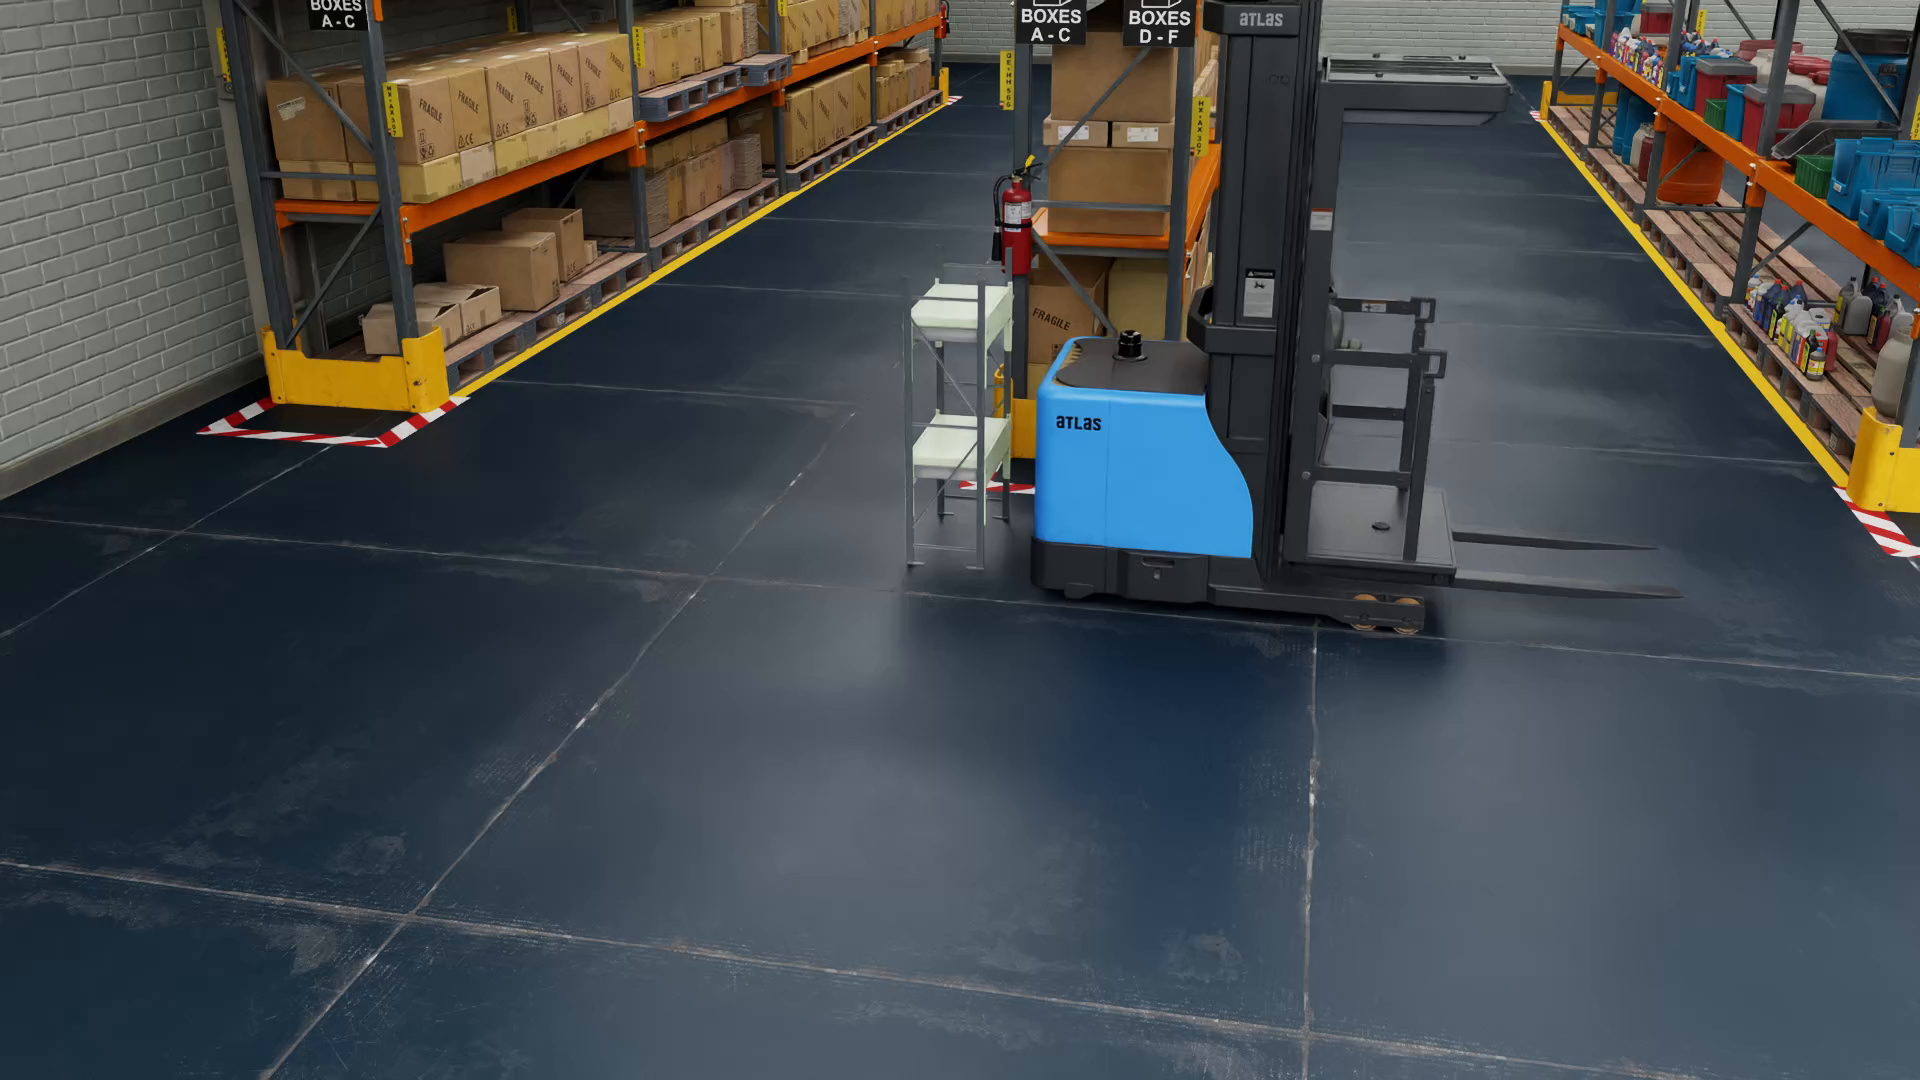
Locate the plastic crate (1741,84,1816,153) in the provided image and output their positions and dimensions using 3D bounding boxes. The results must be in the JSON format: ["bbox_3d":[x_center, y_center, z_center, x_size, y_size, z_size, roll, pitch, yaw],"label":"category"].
[{"bbox_3d":[6.270,-3.239,12.794,0.402,0.464,0.583,4,22,11],"label":"plastic crate"}]

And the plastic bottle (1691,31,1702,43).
[{"bbox_3d":[8.199,-5.483,18.518,0.144,0.351,0.185,4,22,11],"label":"plastic bottle"}]

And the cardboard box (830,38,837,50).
[{"bbox_3d":[-1.689,-5.976,19.986,0.380,0.149,0.250,4,22,9],"label":"cardboard box"}]

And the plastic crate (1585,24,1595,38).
[{"bbox_3d":[8.165,-6.500,21.249,0.293,0.136,0.466,4,22,11],"label":"plastic crate"}]

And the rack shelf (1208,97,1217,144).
[{"bbox_3d":[2.031,-3.785,15.200,1.077,0.370,4.000,4,22,11],"label":"rack shelf"}]

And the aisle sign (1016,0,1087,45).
[{"bbox_3d":[0.506,-3.129,9.127,0.394,0.787,0.004,4,22,11],"label":"aisle sign"}]

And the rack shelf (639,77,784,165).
[{"bbox_3d":[-2.819,-4.161,16.134,1.077,0.370,4.000,4,22,11],"label":"rack shelf"}]

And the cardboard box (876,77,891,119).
[{"bbox_3d":[-1.342,-5.990,22.496,0.700,0.500,0.500,5,22,12],"label":"cardboard box"}]

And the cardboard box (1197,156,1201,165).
[{"bbox_3d":[1.437,-3.078,12.346,0.700,0.500,0.500,4,22,10],"label":"cardboard box"}]

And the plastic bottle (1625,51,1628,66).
[{"bbox_3d":[7.397,-5.323,18.321,0.097,0.201,0.097,0,22,0],"label":"plastic bottle"}]

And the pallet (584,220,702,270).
[{"bbox_3d":[-3.070,-2.755,15.412,1.003,0.211,1.213,4,22,11],"label":"pallet"}]

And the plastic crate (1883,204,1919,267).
[{"bbox_3d":[5.464,-1.682,9.215,0.499,0.251,0.616,4,22,11],"label":"plastic crate"}]

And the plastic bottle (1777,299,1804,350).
[{"bbox_3d":[5.775,-1.496,11.509,0.144,0.351,0.185,4,22,10],"label":"plastic bottle"}]

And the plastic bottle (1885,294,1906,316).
[{"bbox_3d":[6.517,-1.538,11.614,0.144,0.351,0.185,4,22,11],"label":"plastic bottle"}]

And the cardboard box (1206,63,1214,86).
[{"bbox_3d":[1.724,-3.529,12.598,0.380,0.149,0.250,4,22,10],"label":"cardboard box"}]

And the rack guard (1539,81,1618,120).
[{"bbox_3d":[8.912,-6.247,23.697,1.175,0.500,0.348,4,22,11],"label":"rack guard"}]

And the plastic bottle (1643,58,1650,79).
[{"bbox_3d":[7.160,-4.899,17.267,0.097,0.201,0.097,0,22,0],"label":"plastic bottle"}]

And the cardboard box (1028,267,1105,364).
[{"bbox_3d":[0.625,-1.411,10.455,0.500,0.500,0.500,4,22,11],"label":"cardboard box"}]

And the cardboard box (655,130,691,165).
[{"bbox_3d":[-2.905,-3.778,15.974,0.500,0.250,0.500,4,22,9],"label":"cardboard box"}]

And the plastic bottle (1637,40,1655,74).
[{"bbox_3d":[7.259,-5.102,17.573,0.144,0.351,0.185,4,22,11],"label":"plastic bottle"}]

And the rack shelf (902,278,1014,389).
[{"bbox_3d":[-0.001,-1.055,8.422,0.431,0.370,0.720,4,22,11],"label":"rack shelf"}]

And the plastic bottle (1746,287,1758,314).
[{"bbox_3d":[5.956,-1.794,12.450,0.097,0.201,0.097,0,22,0],"label":"plastic bottle"}]

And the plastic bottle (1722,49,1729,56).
[{"bbox_3d":[7.972,-4.970,17.335,0.061,0.283,0.133,4,22,11],"label":"plastic bottle"}]

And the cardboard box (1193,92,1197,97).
[{"bbox_3d":[1.358,-2.870,10.963,0.380,0.149,0.250,4,22,10],"label":"cardboard box"}]

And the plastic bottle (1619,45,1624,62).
[{"bbox_3d":[7.491,-5.492,18.741,0.097,0.201,0.097,0,22,0],"label":"plastic bottle"}]

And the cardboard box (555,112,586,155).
[{"bbox_3d":[-3.225,-3.140,12.810,0.500,0.250,0.500,4,22,11],"label":"cardboard box"}]

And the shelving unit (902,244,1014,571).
[{"bbox_3d":[-0.001,-0.693,8.567,0.431,1.500,0.755,4,22,11],"label":"shelving unit"}]

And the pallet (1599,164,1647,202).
[{"bbox_3d":[7.658,-3.914,18.290,1.003,0.211,1.213,4,22,11],"label":"pallet"}]

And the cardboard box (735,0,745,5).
[{"bbox_3d":[-2.452,-5.649,17.275,0.380,0.149,0.250,2,22,4],"label":"cardboard box"}]

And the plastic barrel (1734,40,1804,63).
[{"bbox_3d":[7.489,-4.342,15.437,0.600,0.536,0.708,4,22,11],"label":"plastic barrel"}]

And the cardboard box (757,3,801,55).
[{"bbox_3d":[-2.062,-5.578,18.131,0.500,0.500,0.500,5,22,13],"label":"cardboard box"}]

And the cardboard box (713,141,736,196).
[{"bbox_3d":[-2.726,-3.824,17.091,0.700,0.500,0.500,4,22,11],"label":"cardboard box"}]

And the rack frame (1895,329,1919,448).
[{"bbox_3d":[5.655,-1.546,8.676,1.000,3.000,0.127,4,22,11],"label":"rack frame"}]

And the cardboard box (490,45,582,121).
[{"bbox_3d":[-3.231,-3.488,12.670,0.500,0.500,0.500,4,22,9],"label":"cardboard box"}]

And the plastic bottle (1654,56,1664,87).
[{"bbox_3d":[6.999,-4.682,16.620,0.061,0.283,0.133,4,22,11],"label":"plastic bottle"}]

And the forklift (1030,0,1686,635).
[{"bbox_3d":[1.918,-1.136,7.752,3.031,2.935,1.130,5,22,11],"label":"forklift"}]

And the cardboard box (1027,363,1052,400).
[{"bbox_3d":[0.627,-1.063,10.595,0.500,0.250,0.500,4,22,11],"label":"cardboard box"}]

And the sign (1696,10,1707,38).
[{"bbox_3d":[8.642,-6.020,19.416,0.100,0.325,0.005,4,22,11],"label":"sign"}]

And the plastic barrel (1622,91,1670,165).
[{"bbox_3d":[7.831,-4.699,18.753,0.600,0.901,0.708,4,22,11],"label":"plastic barrel"}]

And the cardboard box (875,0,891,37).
[{"bbox_3d":[-1.468,-7.026,21.882,0.980,0.700,0.700,5,22,12],"label":"cardboard box"}]

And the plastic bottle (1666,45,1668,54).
[{"bbox_3d":[8.214,-5.676,19.198,0.097,0.201,0.097,0,22,0],"label":"plastic bottle"}]

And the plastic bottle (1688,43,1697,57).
[{"bbox_3d":[7.961,-5.256,18.062,0.097,0.271,0.097,0,22,0],"label":"plastic bottle"}]

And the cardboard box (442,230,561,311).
[{"bbox_3d":[-3.500,-2.065,12.722,0.700,0.500,0.500,3,22,8],"label":"cardboard box"}]

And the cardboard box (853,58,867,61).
[{"bbox_3d":[-1.355,-6.635,23.229,0.380,0.149,0.250,5,22,11],"label":"cardboard box"}]

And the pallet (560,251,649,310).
[{"bbox_3d":[-3.330,-2.222,14.088,1.003,0.211,1.213,4,22,11],"label":"pallet"}]

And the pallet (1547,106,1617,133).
[{"bbox_3d":[8.713,-5.805,22.985,1.003,0.211,1.213,4,22,11],"label":"pallet"}]

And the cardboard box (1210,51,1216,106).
[{"bbox_3d":[2.005,-4.089,14.858,0.500,0.500,0.500,4,22,11],"label":"cardboard box"}]

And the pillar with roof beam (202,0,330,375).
[{"bbox_3d":[-0.533,-5.077,9.415,9.100,9.000,0.400,4,22,11],"label":"pillar with roof beam"}]

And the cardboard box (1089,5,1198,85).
[{"bbox_3d":[1.231,-3.322,11.217,0.700,0.500,0.500,4,22,11],"label":"cardboard box"}]

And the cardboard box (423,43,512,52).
[{"bbox_3d":[-3.744,-3.525,12.760,0.500,0.500,0.500,5,22,12],"label":"cardboard box"}]

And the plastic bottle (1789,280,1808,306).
[{"bbox_3d":[6.041,-1.709,12.039,0.144,0.351,0.185,4,22,11],"label":"plastic bottle"}]

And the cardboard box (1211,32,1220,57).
[{"bbox_3d":[2.457,-5.330,17.378,0.700,0.500,0.500,-3,22,-7],"label":"cardboard box"}]
